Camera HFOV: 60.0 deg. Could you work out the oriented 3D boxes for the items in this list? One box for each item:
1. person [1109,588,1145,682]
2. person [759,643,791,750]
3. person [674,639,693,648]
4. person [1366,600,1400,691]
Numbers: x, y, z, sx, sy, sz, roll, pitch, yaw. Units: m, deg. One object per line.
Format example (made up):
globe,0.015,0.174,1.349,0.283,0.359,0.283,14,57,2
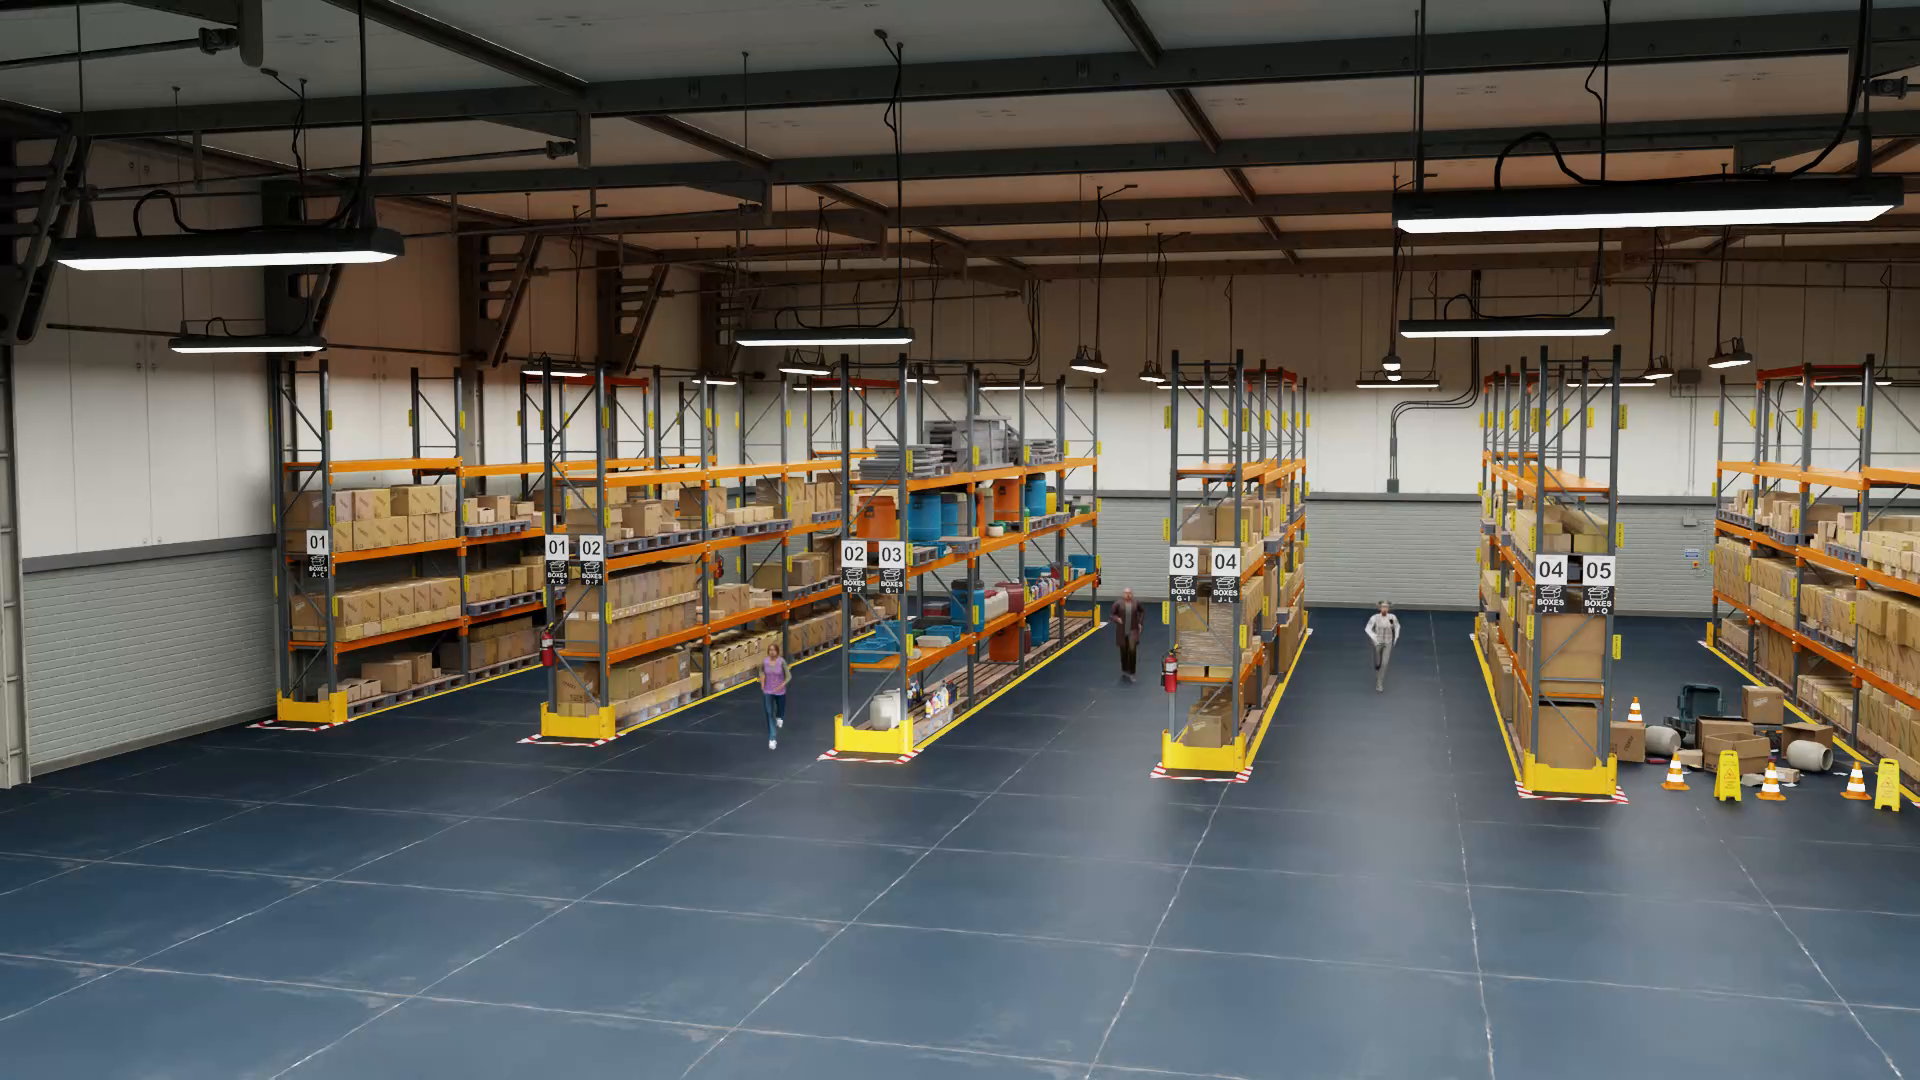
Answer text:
person,3.206,1.825,32.015,0.689,1.827,0.813,0,4,6
person,-2.866,2.385,25.751,0.511,1.595,0.987,0,4,-4
person,-5.809,1.634,34.516,0.645,1.734,0.904,1,4,16
person,7.920,1.942,31.141,0.642,1.683,0.828,1,4,10
